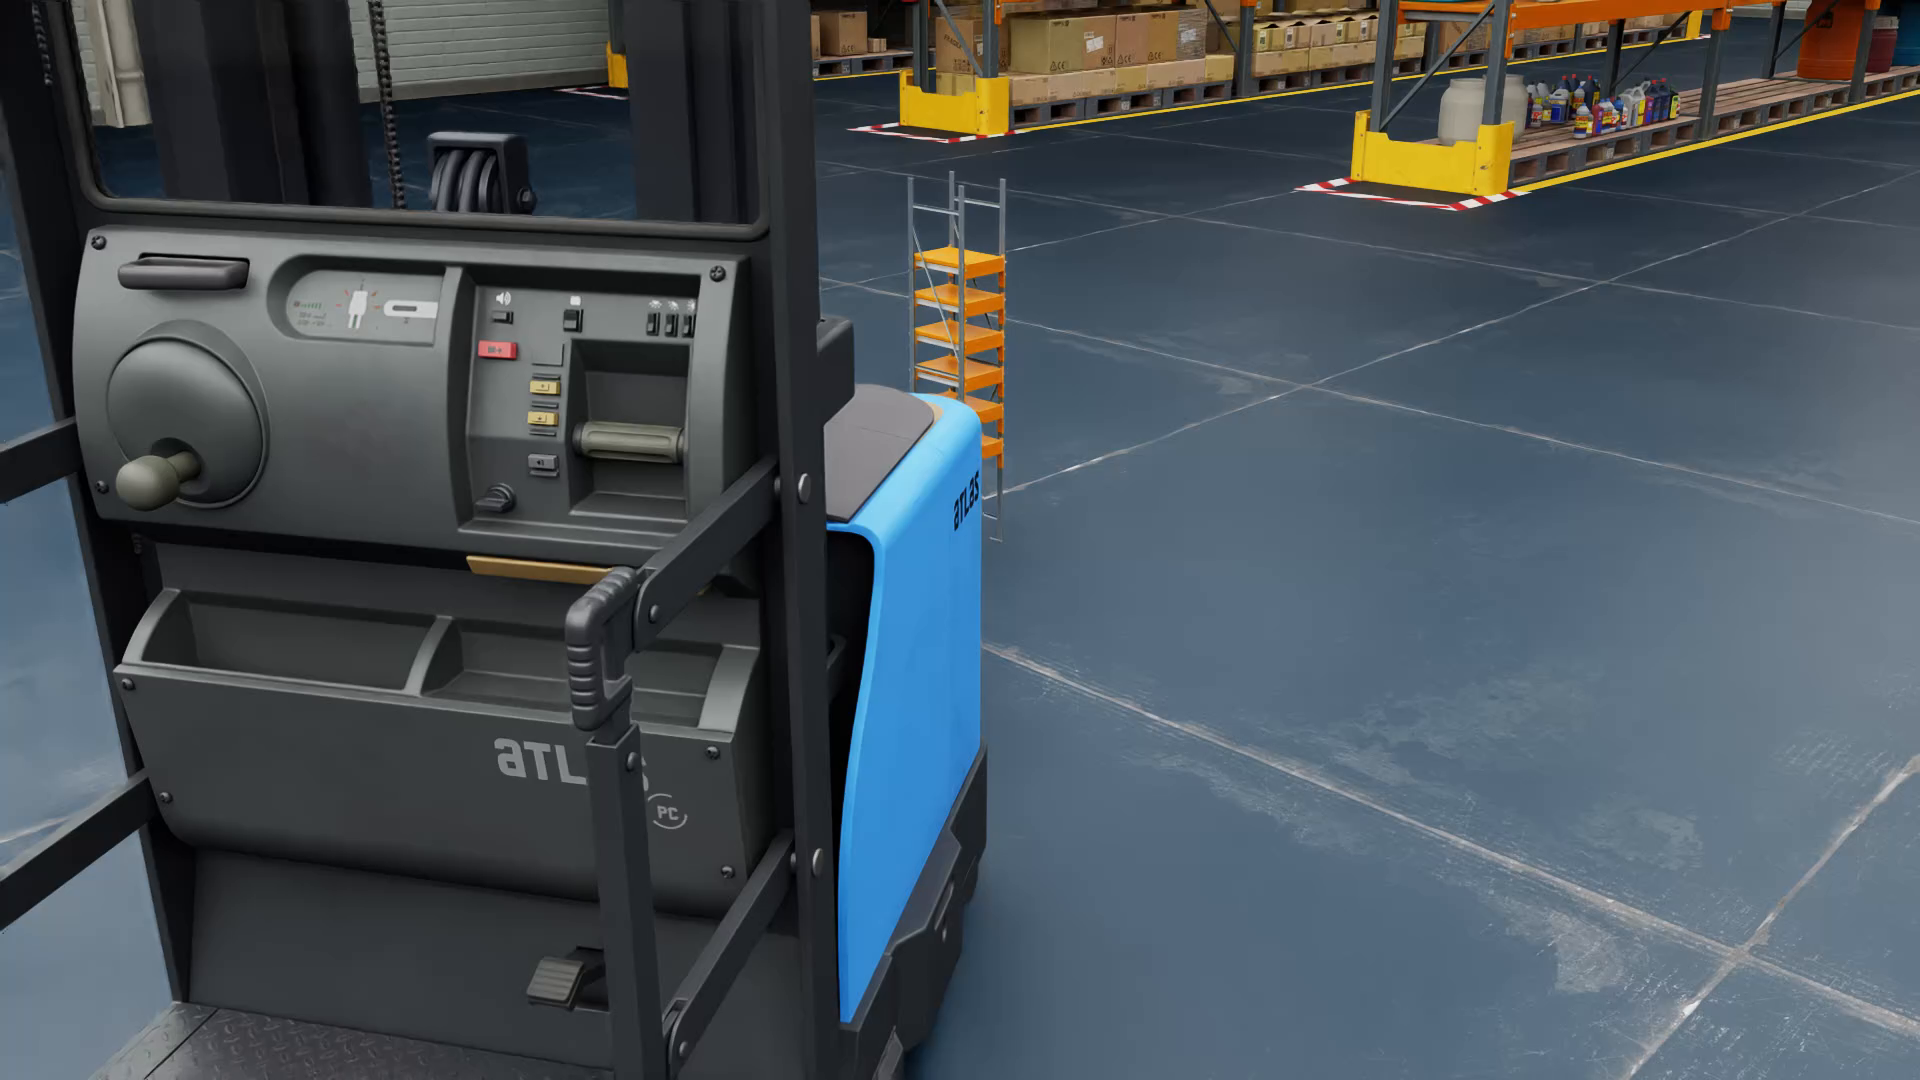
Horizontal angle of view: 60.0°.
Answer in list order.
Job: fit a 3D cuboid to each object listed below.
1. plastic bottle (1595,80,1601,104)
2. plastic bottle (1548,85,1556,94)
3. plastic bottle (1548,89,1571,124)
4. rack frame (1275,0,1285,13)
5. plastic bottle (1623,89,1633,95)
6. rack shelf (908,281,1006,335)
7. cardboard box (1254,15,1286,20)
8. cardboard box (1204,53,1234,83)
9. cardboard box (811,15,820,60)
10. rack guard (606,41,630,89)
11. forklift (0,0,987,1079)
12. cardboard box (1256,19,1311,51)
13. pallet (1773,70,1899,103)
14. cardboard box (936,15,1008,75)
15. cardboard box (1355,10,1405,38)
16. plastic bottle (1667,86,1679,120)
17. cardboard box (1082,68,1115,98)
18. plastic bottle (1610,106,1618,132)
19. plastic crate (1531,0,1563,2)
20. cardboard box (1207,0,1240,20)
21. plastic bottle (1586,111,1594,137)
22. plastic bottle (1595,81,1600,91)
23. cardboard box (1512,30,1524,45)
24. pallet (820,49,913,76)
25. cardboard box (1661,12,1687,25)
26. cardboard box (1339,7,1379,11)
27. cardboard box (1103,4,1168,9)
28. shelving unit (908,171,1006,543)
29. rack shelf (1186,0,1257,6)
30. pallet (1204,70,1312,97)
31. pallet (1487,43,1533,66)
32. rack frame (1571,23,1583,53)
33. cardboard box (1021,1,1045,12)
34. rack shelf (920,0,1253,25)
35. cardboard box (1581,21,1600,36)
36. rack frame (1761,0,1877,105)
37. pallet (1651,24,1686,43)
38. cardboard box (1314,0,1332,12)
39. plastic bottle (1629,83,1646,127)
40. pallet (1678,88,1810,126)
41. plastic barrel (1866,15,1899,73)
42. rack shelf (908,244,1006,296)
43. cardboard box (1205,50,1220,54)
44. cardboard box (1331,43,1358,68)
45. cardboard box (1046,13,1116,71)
[{"bbox_3d":[5.755,-4.035,15.081,0.097,0.271,0.097,0,21,0],"label":"plastic bottle"},{"bbox_3d":[5.154,-3.829,14.528,0.133,0.283,0.061,-19,28,-40],"label":"plastic bottle"},{"bbox_3d":[5.126,-3.717,14.248,0.152,0.276,0.135,19,28,41],"label":"plastic bottle"},{"bbox_3d":[4.774,-9.611,26.400,1.000,3.000,0.127,19,28,41],"label":"rack frame"},{"bbox_3d":[5.791,-3.753,14.341,0.152,0.276,0.135,19,28,41],"label":"plastic bottle"},{"bbox_3d":[-0.010,-0.739,5.279,0.258,0.103,0.180,19,28,41],"label":"rack shelf"},{"bbox_3d":[3.530,-5.929,19.285,0.500,0.311,0.500,19,28,40],"label":"cardboard box"},{"bbox_3d":[2.578,-5.055,17.792,0.500,0.250,0.500,19,28,41],"label":"cardboard box"},{"bbox_3d":[-2.105,-6.043,19.987,0.700,0.500,0.500,17,27,37],"label":"cardboard box"},{"bbox_3d":[-3.545,-5.379,18.874,1.175,0.500,0.348,19,28,41],"label":"rack guard"},{"bbox_3d":[-0.779,-0.182,1.962,1.130,2.935,3.031,5,22,12],"label":"forklift"},{"bbox_3d":[3.564,-5.662,18.589,0.500,0.311,0.500,19,28,40],"label":"cardboard box"},{"bbox_3d":[9.601,-5.015,18.328,1.003,0.211,1.213,19,28,41],"label":"pallet"},{"bbox_3d":[0.115,-4.763,15.987,0.500,0.500,0.500,19,28,41],"label":"cardboard box"},{"bbox_3d":[4.988,-6.187,19.956,0.500,0.311,0.500,19,28,40],"label":"cardboard box"},{"bbox_3d":[6.192,-3.807,14.470,0.133,0.283,0.061,-18,28,-39],"label":"plastic bottle"},{"bbox_3d":[1.183,-4.540,16.454,0.500,0.250,0.500,19,28,41],"label":"cardboard box"},{"bbox_3d":[5.367,-3.474,13.718,0.097,0.201,0.097,0,21,0],"label":"plastic bottle"},{"bbox_3d":[4.355,-4.074,12.360,0.298,0.136,0.250,19,28,41],"label":"plastic crate"},{"bbox_3d":[3.795,-8.375,25.594,0.750,0.750,0.750,-19,28,-40],"label":"cardboard box"},{"bbox_3d":[5.061,-3.361,13.425,0.097,0.201,0.097,0,21,0],"label":"plastic bottle"},{"bbox_3d":[5.625,-3.924,14.776,0.061,0.283,0.133,19,28,41],"label":"plastic bottle"},{"bbox_3d":[7.132,-6.827,22.028,0.500,0.500,0.500,18,27,39],"label":"cardboard box"},{"bbox_3d":[-1.250,-6.072,21.078,1.003,0.211,1.213,19,28,41],"label":"pallet"},{"bbox_3d":[10.913,-8.238,25.697,0.500,0.500,0.500,19,28,41],"label":"cardboard box"},{"bbox_3d":[4.959,-6.458,20.660,0.500,0.311,0.500,-19,28,-40],"label":"cardboard box"},{"bbox_3d":[1.854,-5.407,17.664,0.500,0.500,0.500,19,28,41],"label":"cardboard box"},{"bbox_3d":[-0.010,-0.556,5.350,0.258,1.200,0.189,19,28,41],"label":"shelving unit"},{"bbox_3d":[4.140,-6.494,19.293,1.077,0.370,4.000,19,28,41],"label":"rack shelf"},{"bbox_3d":[3.231,-5.214,18.845,1.003,0.211,1.213,19,28,41],"label":"pallet"},{"bbox_3d":[6.934,-6.537,22.288,1.003,0.211,1.213,19,28,41],"label":"pallet"},{"bbox_3d":[8.325,-8.373,23.177,1.000,3.000,0.127,19,28,41],"label":"rack frame"},{"bbox_3d":[0.749,-7.185,22.959,0.700,0.500,0.500,19,28,40],"label":"cardboard box"},{"bbox_3d":[1.349,-5.466,16.618,1.077,0.370,4.000,19,28,41],"label":"rack shelf"},{"bbox_3d":[8.773,-7.377,23.720,0.500,0.311,0.500,19,28,41],"label":"cardboard box"},{"bbox_3d":[9.081,-6.104,17.274,1.000,3.000,0.127,19,28,41],"label":"rack frame"},{"bbox_3d":[10.507,-7.874,25.767,1.003,0.211,1.213,19,28,41],"label":"pallet"},{"bbox_3d":[5.722,-8.936,27.540,0.700,0.500,0.500,19,28,40],"label":"cardboard box"},{"bbox_3d":[5.689,-3.674,14.032,0.144,0.351,0.185,19,28,40],"label":"plastic bottle"},{"bbox_3d":[7.662,-4.300,16.469,1.003,0.211,1.213,19,28,41],"label":"pallet"},{"bbox_3d":[10.198,-5.594,18.724,0.600,0.588,0.708,19,28,41],"label":"plastic barrel"},{"bbox_3d":[-0.010,-0.851,5.236,0.258,0.103,0.180,19,28,41],"label":"rack shelf"},{"bbox_3d":[2.826,-5.408,18.710,0.500,0.250,0.500,19,28,40],"label":"cardboard box"},{"bbox_3d":[4.276,-5.666,19.382,0.500,0.250,0.500,-20,28,-41],"label":"cardboard box"},{"bbox_3d":[1.175,-4.893,16.327,0.500,0.500,0.500,19,28,41],"label":"cardboard box"}]
